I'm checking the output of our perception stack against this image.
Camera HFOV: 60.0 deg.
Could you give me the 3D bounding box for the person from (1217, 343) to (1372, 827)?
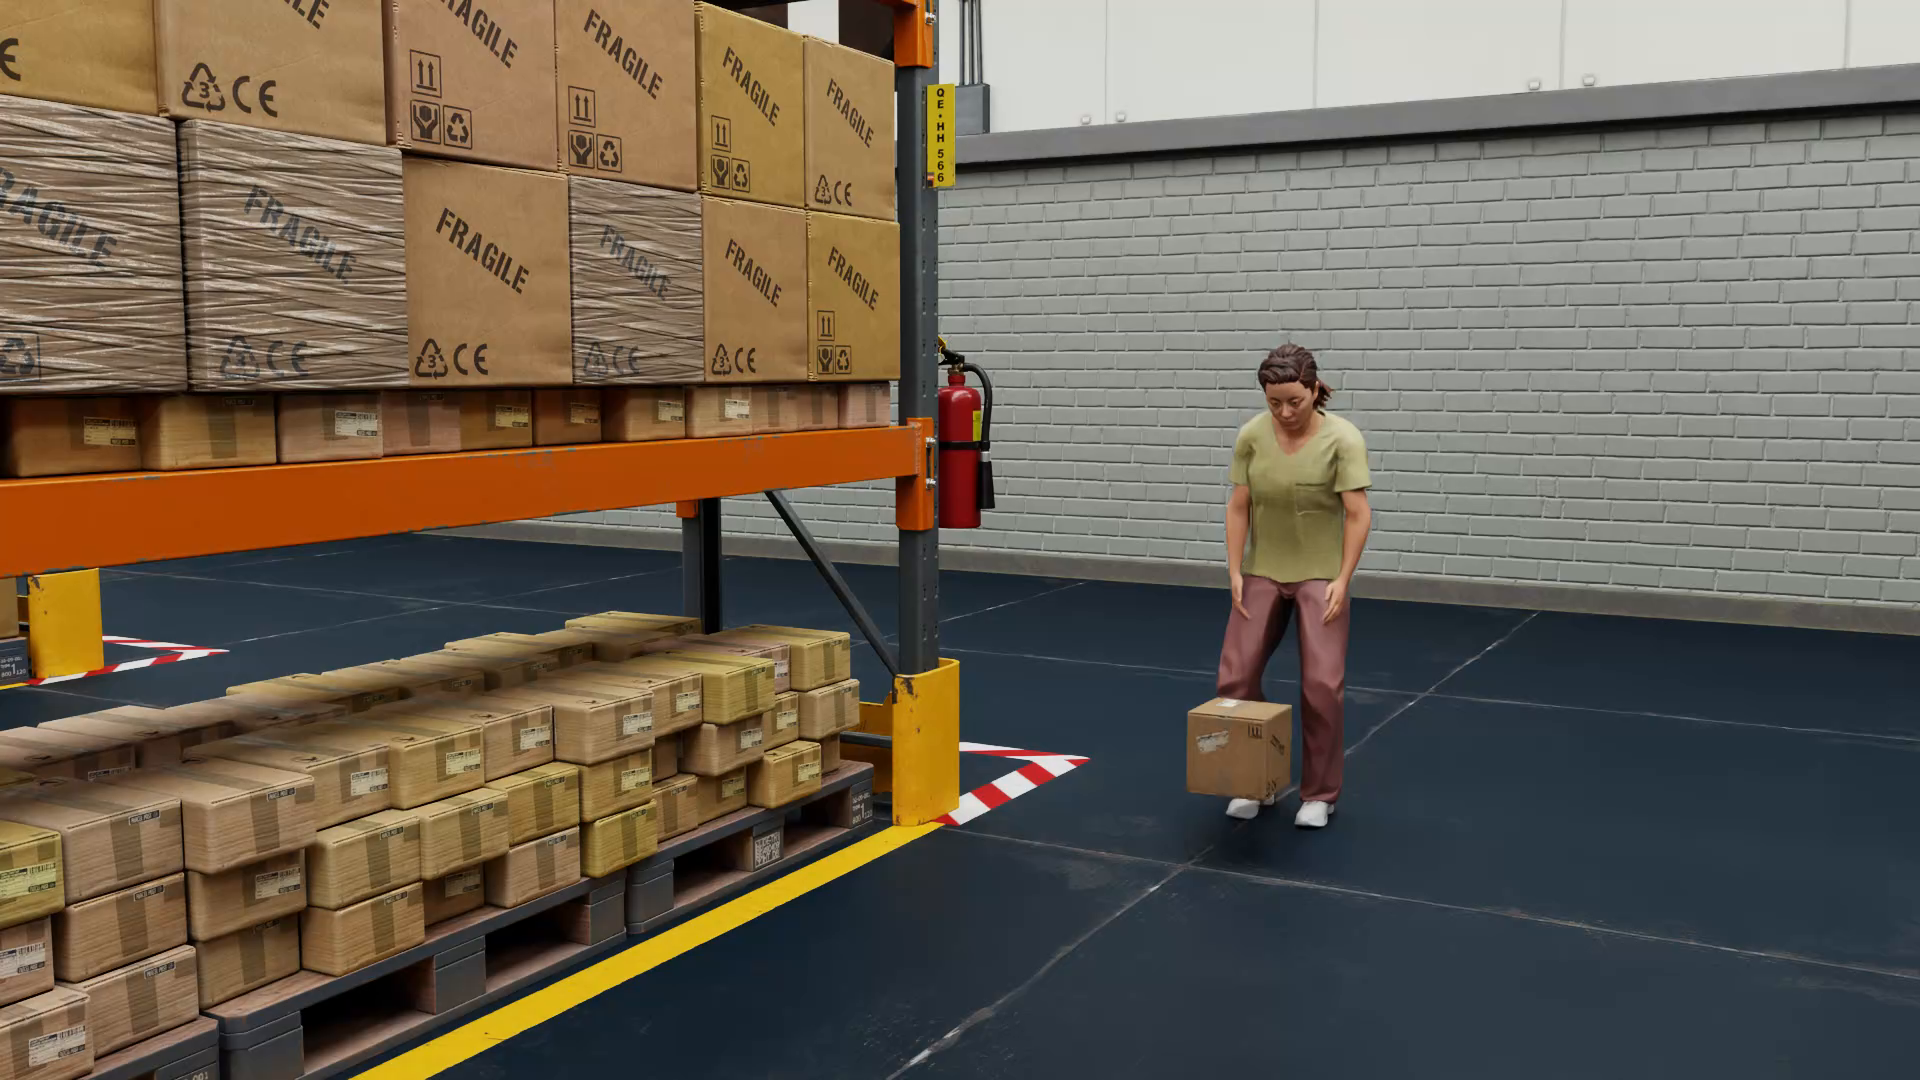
[{"bbox_3d":[1.102,0.148,5.457,0.486,1.573,0.467,3,7,30],"label":"person"}]
